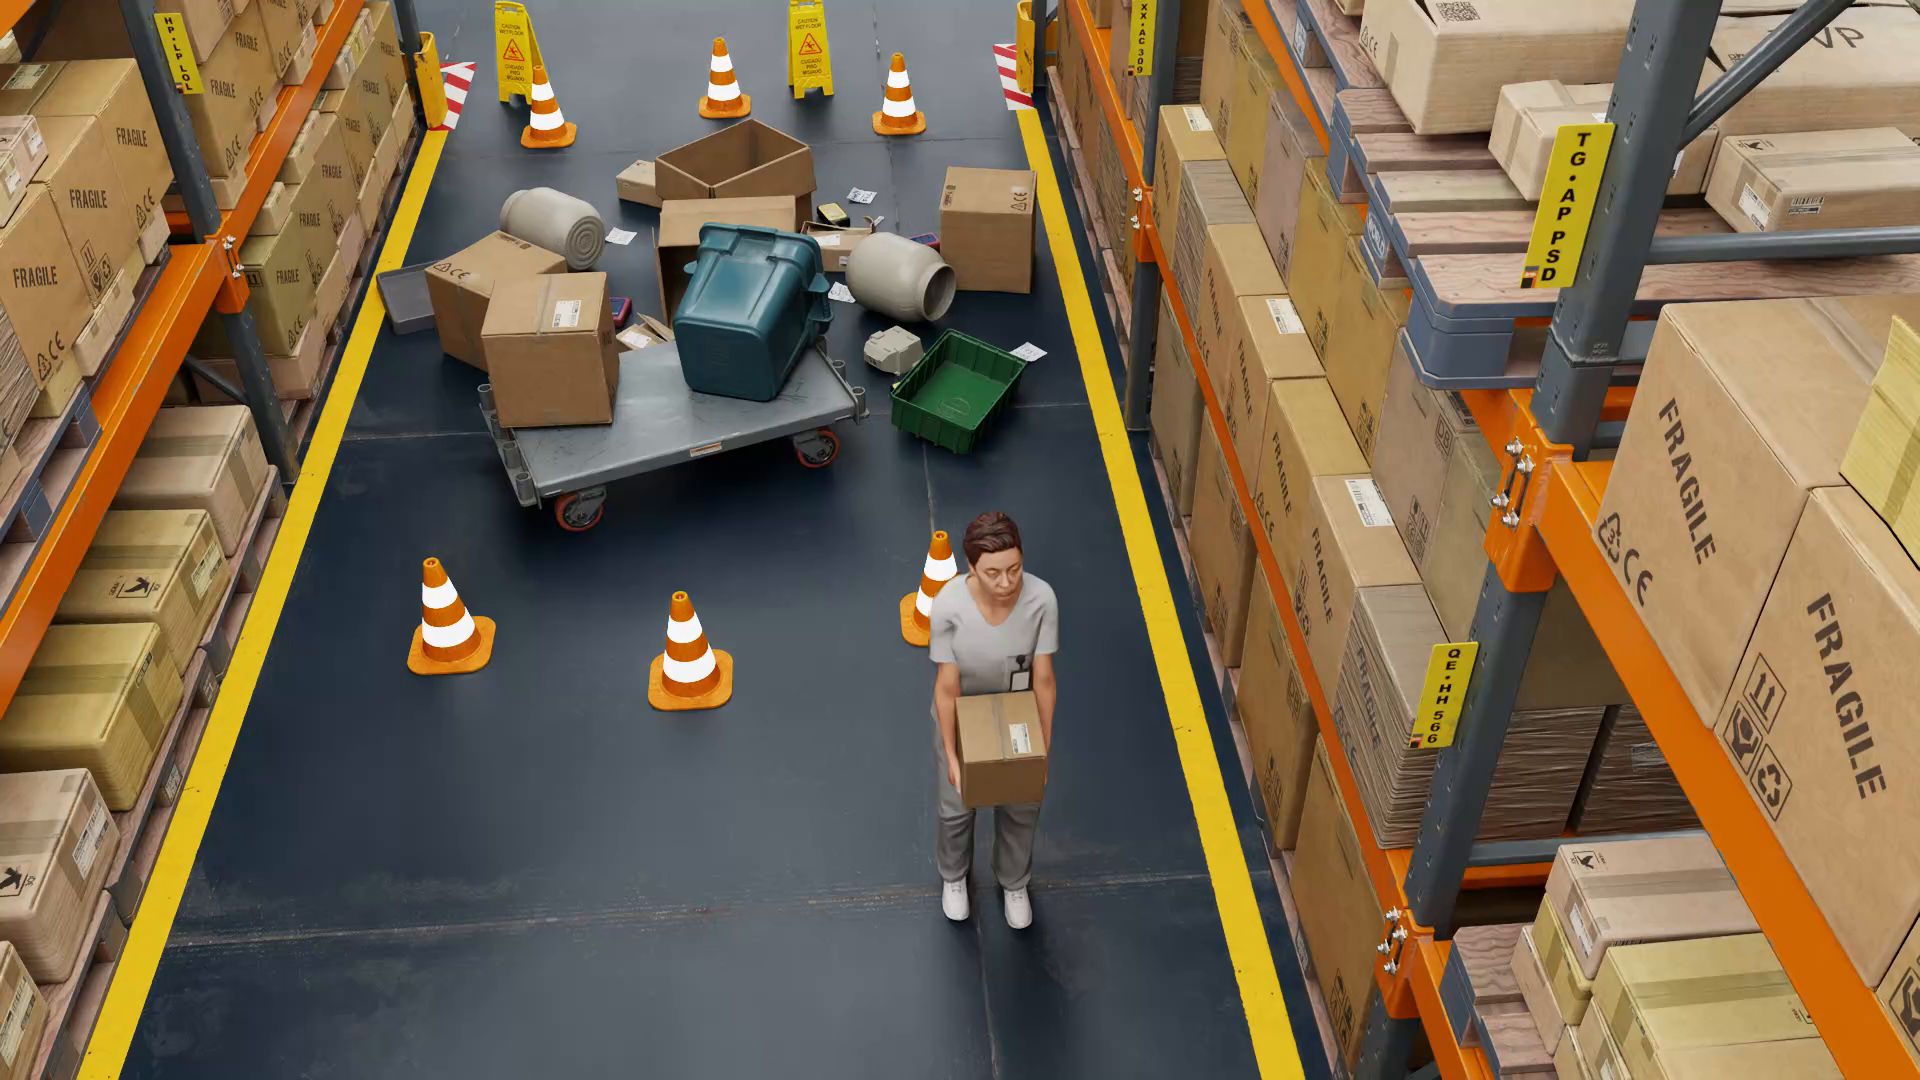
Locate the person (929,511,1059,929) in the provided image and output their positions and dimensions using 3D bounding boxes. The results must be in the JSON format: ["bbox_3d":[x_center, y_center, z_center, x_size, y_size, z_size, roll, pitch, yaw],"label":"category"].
[{"bbox_3d":[0.111,0.644,5.378,0.410,1.669,0.503,-4,39,-5],"label":"person"}]
